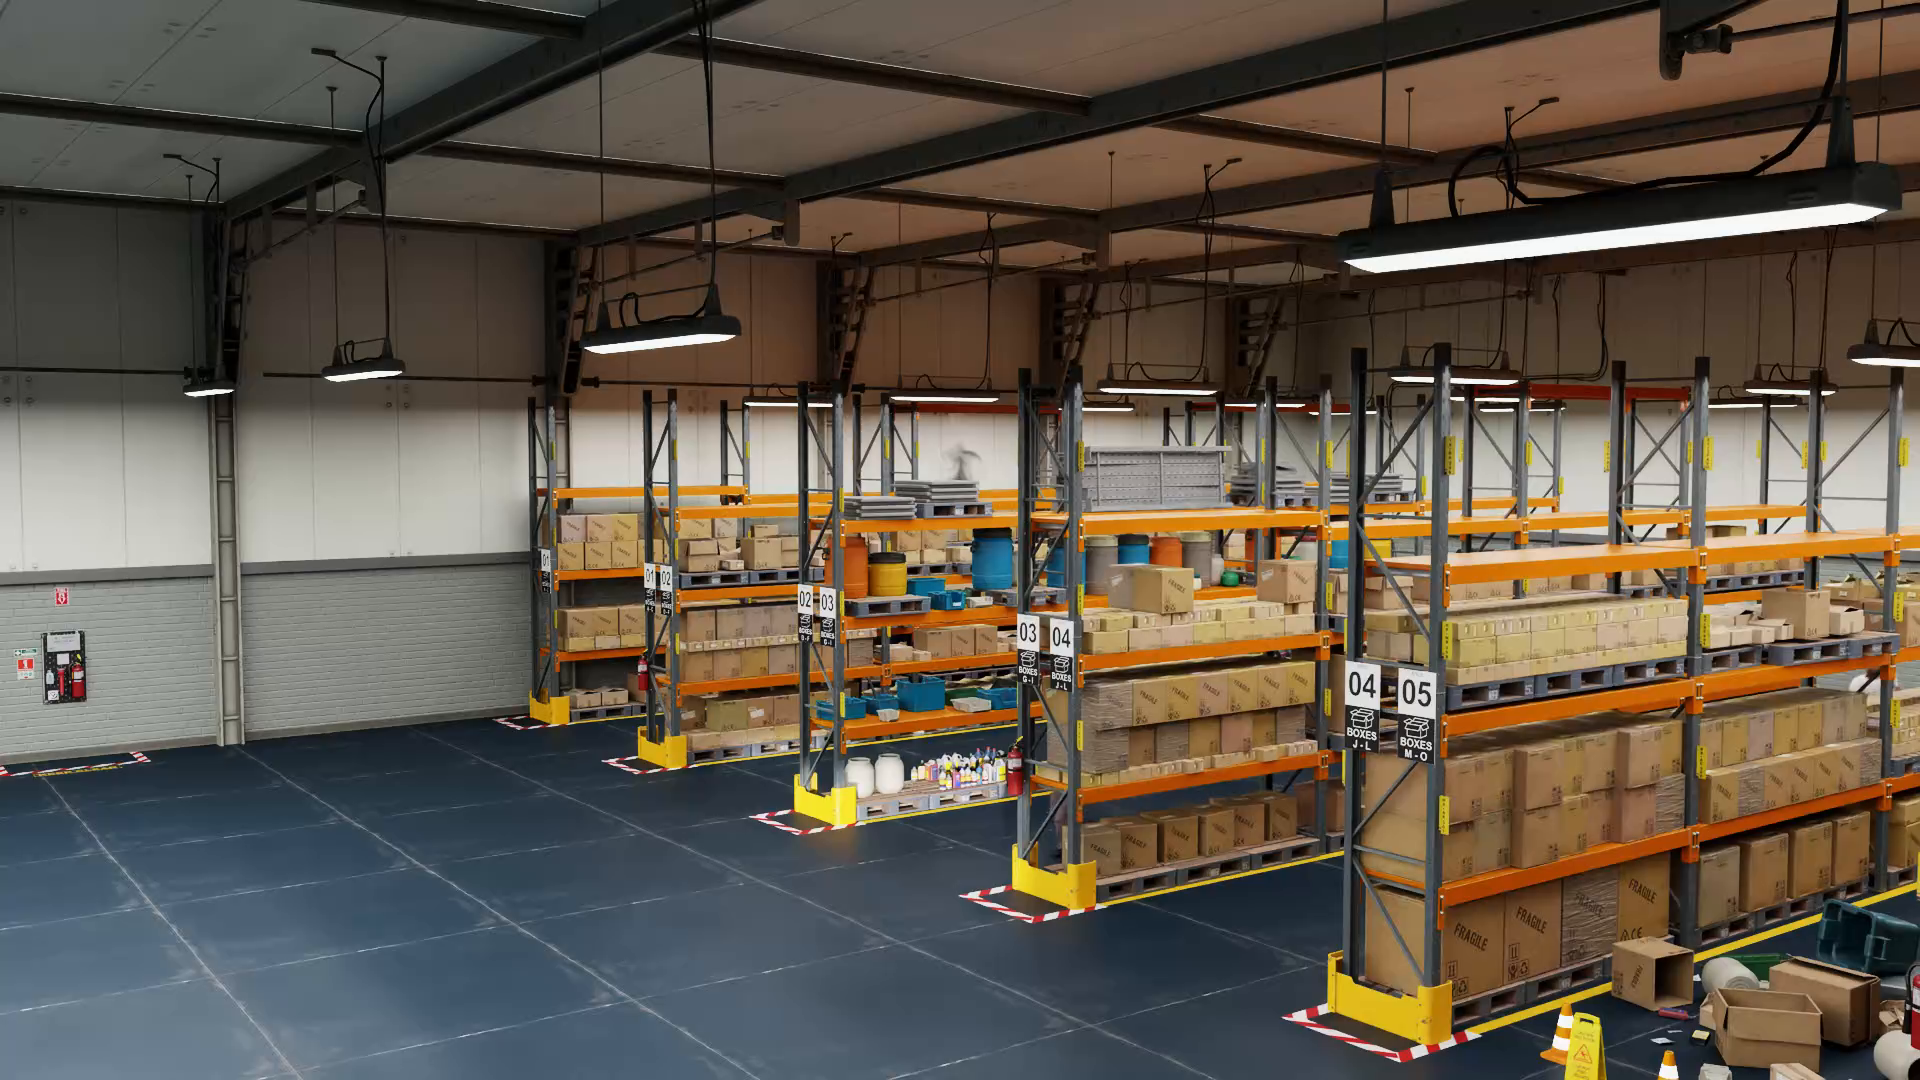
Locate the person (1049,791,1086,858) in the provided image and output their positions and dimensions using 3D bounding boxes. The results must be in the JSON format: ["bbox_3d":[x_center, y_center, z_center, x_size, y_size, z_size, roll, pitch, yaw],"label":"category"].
[{"bbox_3d":[1.373,3.096,20.790,0.719,1.679,0.665,-3,4,-40],"label":"person"}]

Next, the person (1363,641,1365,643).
[{"bbox_3d":[8.430,2.253,34.071,0.956,1.785,0.667,-3,5,-42],"label":"person"}]

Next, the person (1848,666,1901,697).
[{"bbox_3d":[14.541,2.747,26.472,0.729,1.763,0.897,2,4,32],"label":"person"}]
